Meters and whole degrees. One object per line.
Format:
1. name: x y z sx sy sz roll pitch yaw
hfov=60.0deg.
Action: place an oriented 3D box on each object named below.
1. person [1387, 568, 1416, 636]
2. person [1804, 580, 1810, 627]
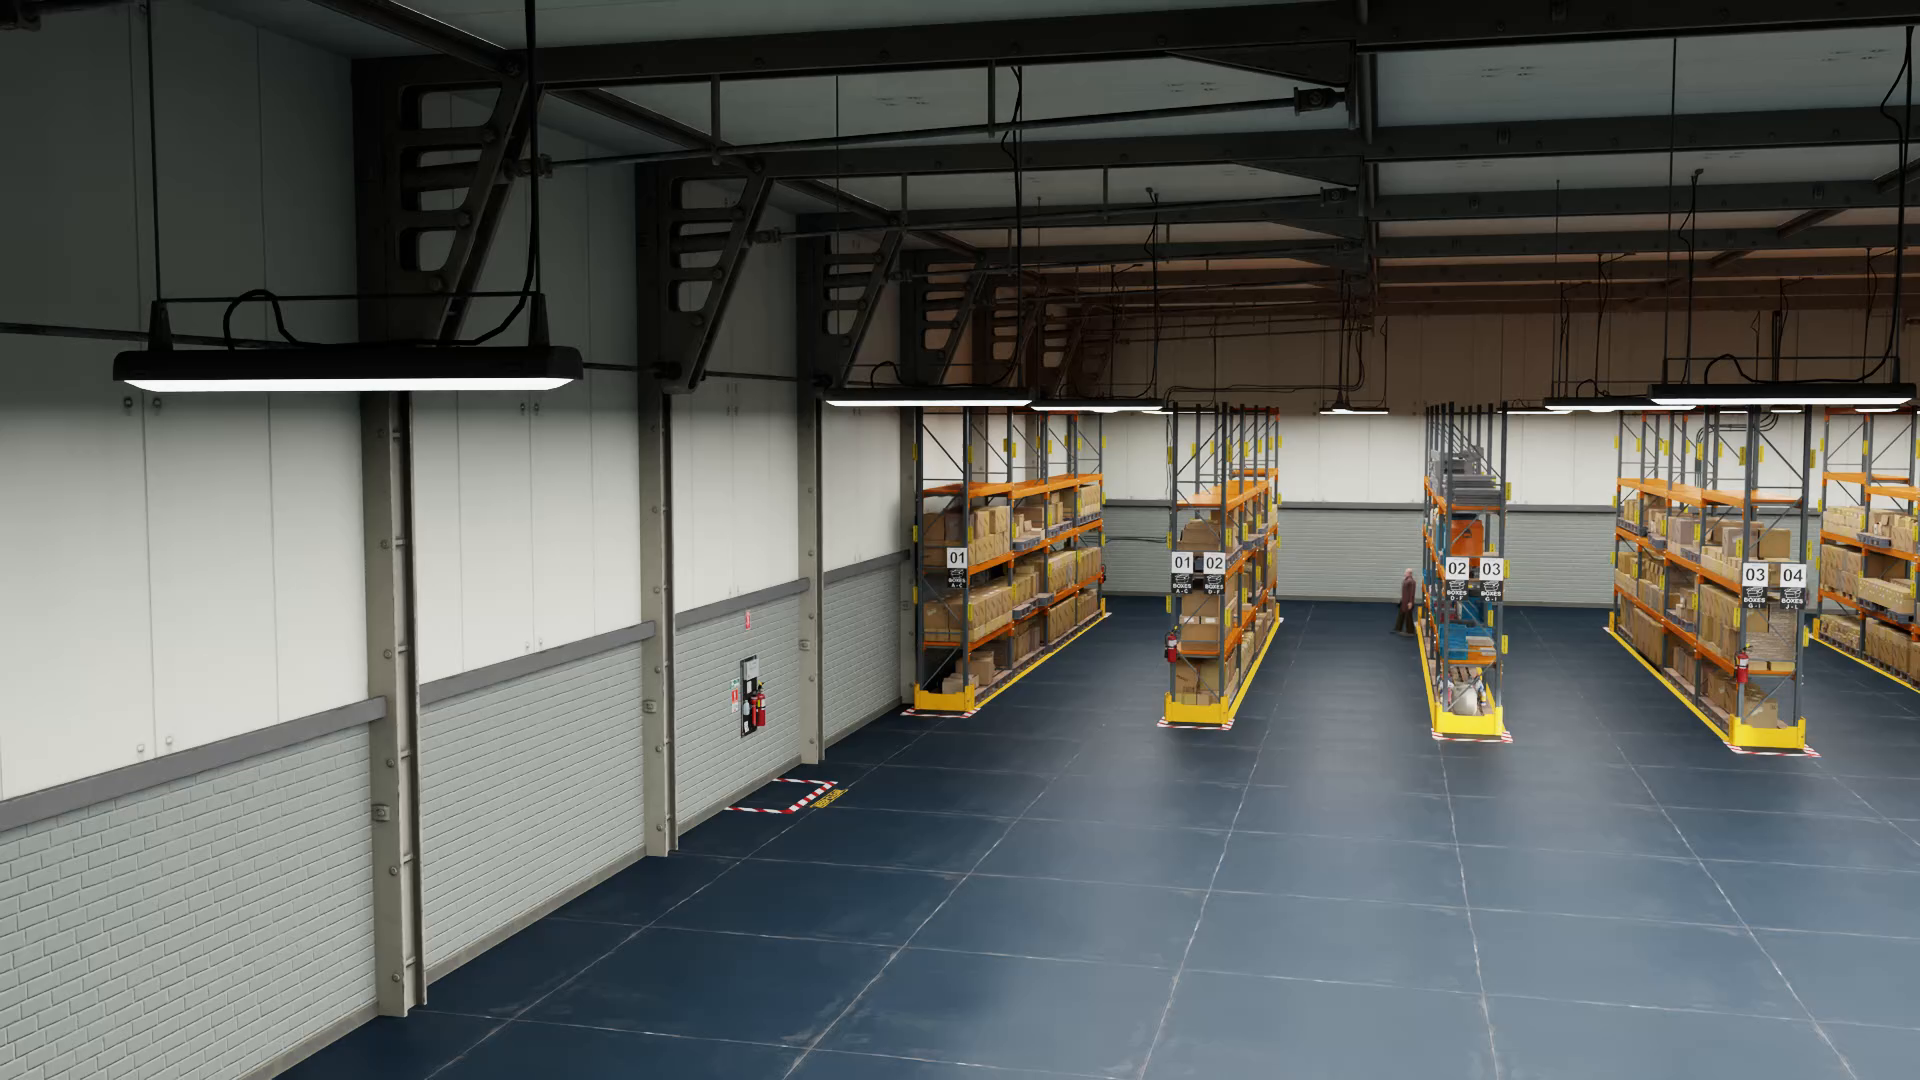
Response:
1. person: 11.561 1.627 43.499 0.678 1.777 0.616 1 4 8
2. person: 22.430 1.642 44.451 0.485 1.616 0.445 -1 4 -19
